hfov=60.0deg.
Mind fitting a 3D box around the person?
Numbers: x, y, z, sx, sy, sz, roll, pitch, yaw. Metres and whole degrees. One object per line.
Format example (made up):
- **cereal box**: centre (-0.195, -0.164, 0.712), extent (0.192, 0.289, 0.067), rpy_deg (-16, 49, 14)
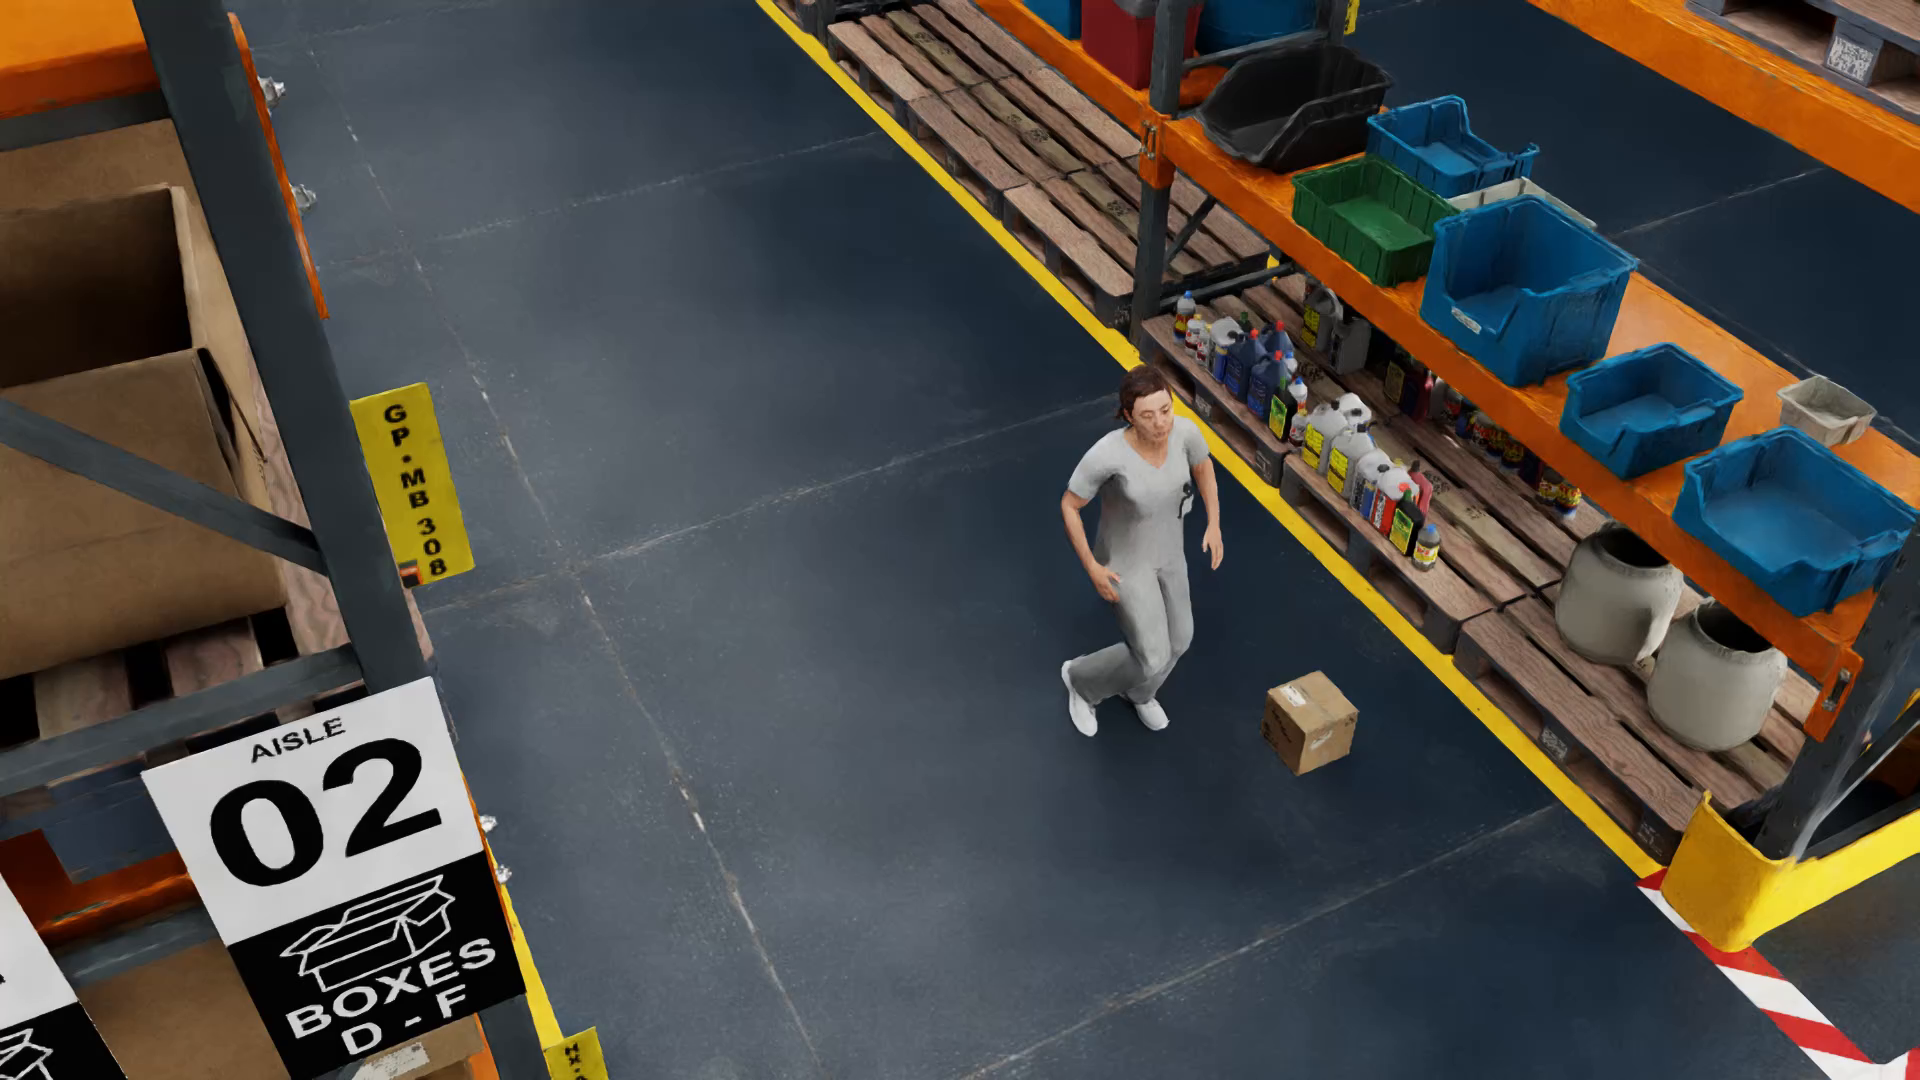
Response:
- **person**: centre (0.712, 0.083, 6.102), extent (0.607, 1.630, 0.462), rpy_deg (-27, 48, -28)
